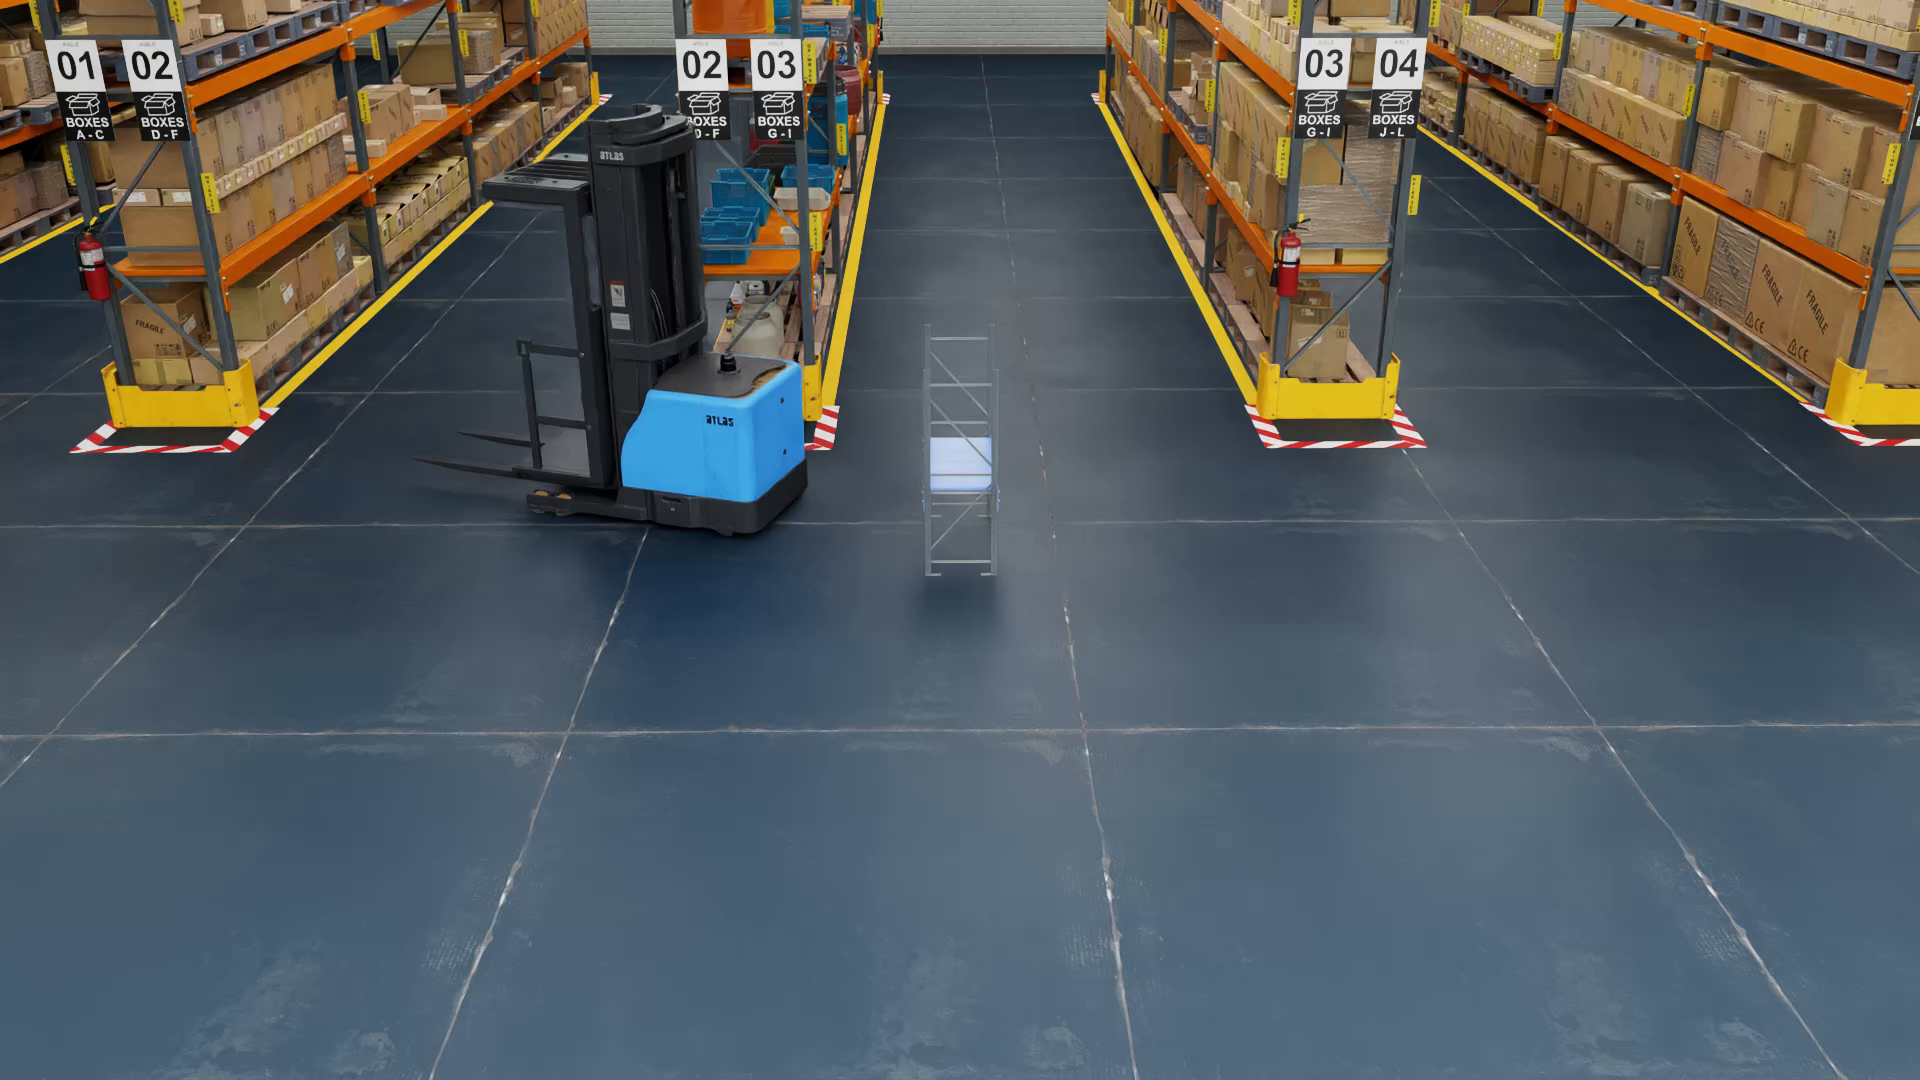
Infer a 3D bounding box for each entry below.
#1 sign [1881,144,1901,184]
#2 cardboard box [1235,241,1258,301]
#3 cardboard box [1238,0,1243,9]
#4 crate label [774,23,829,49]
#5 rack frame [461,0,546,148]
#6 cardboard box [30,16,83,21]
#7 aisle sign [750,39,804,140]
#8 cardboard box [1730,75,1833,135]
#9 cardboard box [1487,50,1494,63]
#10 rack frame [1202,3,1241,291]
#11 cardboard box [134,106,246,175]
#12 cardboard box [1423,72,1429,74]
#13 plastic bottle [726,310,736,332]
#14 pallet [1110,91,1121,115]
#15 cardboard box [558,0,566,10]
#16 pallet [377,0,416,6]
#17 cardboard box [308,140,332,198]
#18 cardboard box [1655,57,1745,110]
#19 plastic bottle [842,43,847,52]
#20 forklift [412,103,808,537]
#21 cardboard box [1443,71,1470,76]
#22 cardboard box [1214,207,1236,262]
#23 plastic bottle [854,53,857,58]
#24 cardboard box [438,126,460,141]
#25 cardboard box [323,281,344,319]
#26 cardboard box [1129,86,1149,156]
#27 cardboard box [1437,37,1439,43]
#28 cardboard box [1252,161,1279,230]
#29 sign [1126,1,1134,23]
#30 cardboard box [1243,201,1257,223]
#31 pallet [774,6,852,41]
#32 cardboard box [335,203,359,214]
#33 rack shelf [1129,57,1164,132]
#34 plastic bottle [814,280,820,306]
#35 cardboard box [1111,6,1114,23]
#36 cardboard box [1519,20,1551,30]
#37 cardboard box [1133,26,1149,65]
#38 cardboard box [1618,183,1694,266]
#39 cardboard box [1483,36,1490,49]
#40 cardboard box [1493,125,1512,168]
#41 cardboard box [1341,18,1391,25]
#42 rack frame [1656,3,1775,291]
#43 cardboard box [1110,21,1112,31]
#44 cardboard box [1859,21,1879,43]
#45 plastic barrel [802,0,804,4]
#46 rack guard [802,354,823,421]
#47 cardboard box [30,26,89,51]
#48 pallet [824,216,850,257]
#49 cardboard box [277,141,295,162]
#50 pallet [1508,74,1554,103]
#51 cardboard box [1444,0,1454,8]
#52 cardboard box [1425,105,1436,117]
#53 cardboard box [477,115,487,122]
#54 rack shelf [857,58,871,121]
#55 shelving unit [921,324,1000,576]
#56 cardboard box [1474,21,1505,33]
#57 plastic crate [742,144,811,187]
[{"bbox_3d":[7.621,-3.077,13.603,0.100,0.325,0.005,0,24,-1],"label":"sign"},{"bbox_3d":[3.137,-2.757,17.113,0.500,0.500,0.500,8,25,16],"label":"cardboard box"},{"bbox_3d":[2.907,-5.228,16.112,0.380,0.149,0.250,0,24,0],"label":"cardboard box"},{"bbox_3d":[-1.440,-4.507,14.998,0.502,0.251,0.408,0,24,-1],"label":"crate label"},{"bbox_3d":[-6.834,-7.359,24.764,1.000,3.000,0.127,0,24,-1],"label":"rack frame"},{"bbox_3d":[-12.012,-6.829,22.177,0.500,0.250,0.500,-1,24,-2],"label":"cardboard box"},{"bbox_3d":[-1.456,-3.591,13.279,0.394,0.787,0.004,0,24,-1],"label":"aisle sign"},{"bbox_3d":[8.212,-4.268,16.438,0.875,0.550,0.550,0,24,-1],"label":"cardboard box"},{"bbox_3d":[7.597,-6.757,23.229,0.380,0.149,0.250,-1,24,-2],"label":"cardboard box"},{"bbox_3d":[3.159,-4.105,17.571,1.000,3.000,0.127,0,24,-1],"label":"rack frame"},{"bbox_3d":[-6.707,-3.482,14.496,0.700,0.500,0.500,-1,24,-2],"label":"cardboard box"},{"bbox_3d":[7.653,-7.759,27.878,0.380,0.149,0.250,0,24,-1],"label":"cardboard box"},{"bbox_3d":[-2.208,-2.115,16.032,0.097,0.201,0.097,0,24,0],"label":"plastic bottle"},{"bbox_3d":[3.115,-7.450,28.351,1.003,0.211,1.213,0,24,-1],"label":"pallet"},{"bbox_3d":[-6.575,-8.693,26.379,0.500,0.500,0.500,0,24,1],"label":"cardboard box"},{"bbox_3d":[-6.678,-6.251,18.904,1.003,0.211,1.213,1,24,2],"label":"pallet"},{"bbox_3d":[-6.723,-3.708,16.570,0.700,0.500,0.500,-1,24,-1],"label":"cardboard box"},{"bbox_3d":[8.101,-5.004,18.222,0.700,0.500,0.500,-1,24,-1],"label":"cardboard box"},{"bbox_3d":[-1.688,-6.979,23.985,0.144,0.351,0.185,0,24,-1],"label":"plastic bottle"},{"bbox_3d":[-2.752,-1.708,12.354,3.031,2.935,1.130,8,25,17],"label":"forklift"},{"bbox_3d":[8.323,-7.767,27.895,0.380,0.149,0.250,-1,24,-2],"label":"cardboard box"},{"bbox_3d":[3.174,-3.420,18.555,0.700,0.500,0.500,-2,24,-5],"label":"cardboard box"},{"bbox_3d":[-1.544,-6.804,23.688,0.152,0.276,0.135,0,24,-1],"label":"plastic bottle"},{"bbox_3d":[-7.040,-5.521,22.291,0.500,0.250,0.500,1,24,1],"label":"cardboard box"},{"bbox_3d":[-6.507,-2.399,16.624,0.500,0.250,0.500,0,24,-1],"label":"cardboard box"},{"bbox_3d":[3.110,-5.993,23.814,1.225,0.875,0.875,-1,24,-2],"label":"cardboard box"},{"bbox_3d":[7.780,-7.924,26.319,0.380,0.149,0.250,-1,24,-1],"label":"cardboard box"},{"bbox_3d":[3.099,-3.071,14.800,0.875,0.500,0.500,0,24,-1],"label":"cardboard box"},{"bbox_3d":[2.517,-7.829,24.658,0.100,0.325,0.005,0,24,-1],"label":"sign"},{"bbox_3d":[2.872,-3.077,15.601,0.380,0.149,0.250,0,24,-1],"label":"cardboard box"},{"bbox_3d":[-1.688,-5.067,16.286,1.213,0.211,1.003,0,24,-1],"label":"pallet"},{"bbox_3d":[-7.050,-3.636,18.680,0.500,0.311,0.500,0,24,1],"label":"cardboard box"},{"bbox_3d":[3.094,-6.250,23.185,1.077,0.370,4.000,0,24,-1],"label":"rack shelf"},{"bbox_3d":[-1.495,-2.499,16.791,0.152,0.276,0.135,0,24,0],"label":"plastic bottle"},{"bbox_3d":[2.776,-8.704,27.560,0.500,0.250,0.500,-1,24,-1],"label":"cardboard box"},{"bbox_3d":[8.237,-7.349,23.815,0.380,0.149,0.250,-1,24,-2],"label":"cardboard box"},{"bbox_3d":[2.827,-7.257,24.417,0.500,0.500,0.500,0,24,0],"label":"cardboard box"},{"bbox_3d":[8.023,-3.508,18.470,1.050,0.750,0.750,0,24,-1],"label":"cardboard box"},{"bbox_3d":[7.594,-6.999,23.403,0.380,0.149,0.250,1,24,2],"label":"cardboard box"},{"bbox_3d":[7.784,-5.489,23.152,0.500,0.500,0.500,-1,24,-3],"label":"cardboard box"},{"bbox_3d":[3.467,-4.375,14.225,0.380,0.149,0.250,1,24,2],"label":"cardboard box"},{"bbox_3d":[8.120,-4.086,17.528,1.000,3.000,0.127,0,24,-1],"label":"rack frame"},{"bbox_3d":[2.710,-8.577,27.762,0.380,0.149,0.250,-1,24,-2],"label":"cardboard box"},{"bbox_3d":[7.816,-4.272,13.973,0.380,0.149,0.250,0,24,0],"label":"cardboard box"},{"bbox_3d":[-2.030,-6.426,18.453,0.600,0.901,0.708,0,24,-1],"label":"plastic barrel"},{"bbox_3d":[-1.798,-1.327,14.461,1.175,0.500,0.348,0,24,-1],"label":"rack guard"},{"bbox_3d":[-11.491,-6.419,21.269,0.500,0.250,0.500,0,24,1],"label":"cardboard box"},{"bbox_3d":[-1.857,-3.640,19.925,1.003,0.211,1.213,0,24,-1],"label":"pallet"},{"bbox_3d":[-6.511,-3.660,15.677,0.380,0.149,0.250,1,24,1],"label":"cardboard box"},{"bbox_3d":[7.962,-5.940,21.860,1.213,0.211,1.003,0,24,-1],"label":"pallet"},{"bbox_3d":[7.746,-8.425,25.425,0.500,0.500,0.500,-1,24,-2],"label":"cardboard box"},{"bbox_3d":[7.676,-6.862,26.614,0.380,0.149,0.250,0,24,-1],"label":"cardboard box"},{"bbox_3d":[-7.057,-5.794,23.804,0.500,0.500,0.500,0,24,0],"label":"cardboard box"},{"bbox_3d":[-1.859,-6.228,23.136,1.077,0.370,4.000,0,24,-1],"label":"rack shelf"},{"bbox_3d":[0.001,-0.648,11.747,0.538,1.500,1.048,0,24,-1],"label":"shelving unit"},{"bbox_3d":[7.586,-7.346,23.808,0.380,0.149,0.250,0,24,0],"label":"cardboard box"},{"bbox_3d":[-1.915,-3.839,17.056,0.767,0.338,0.504,0,24,-1],"label":"plastic crate"}]
